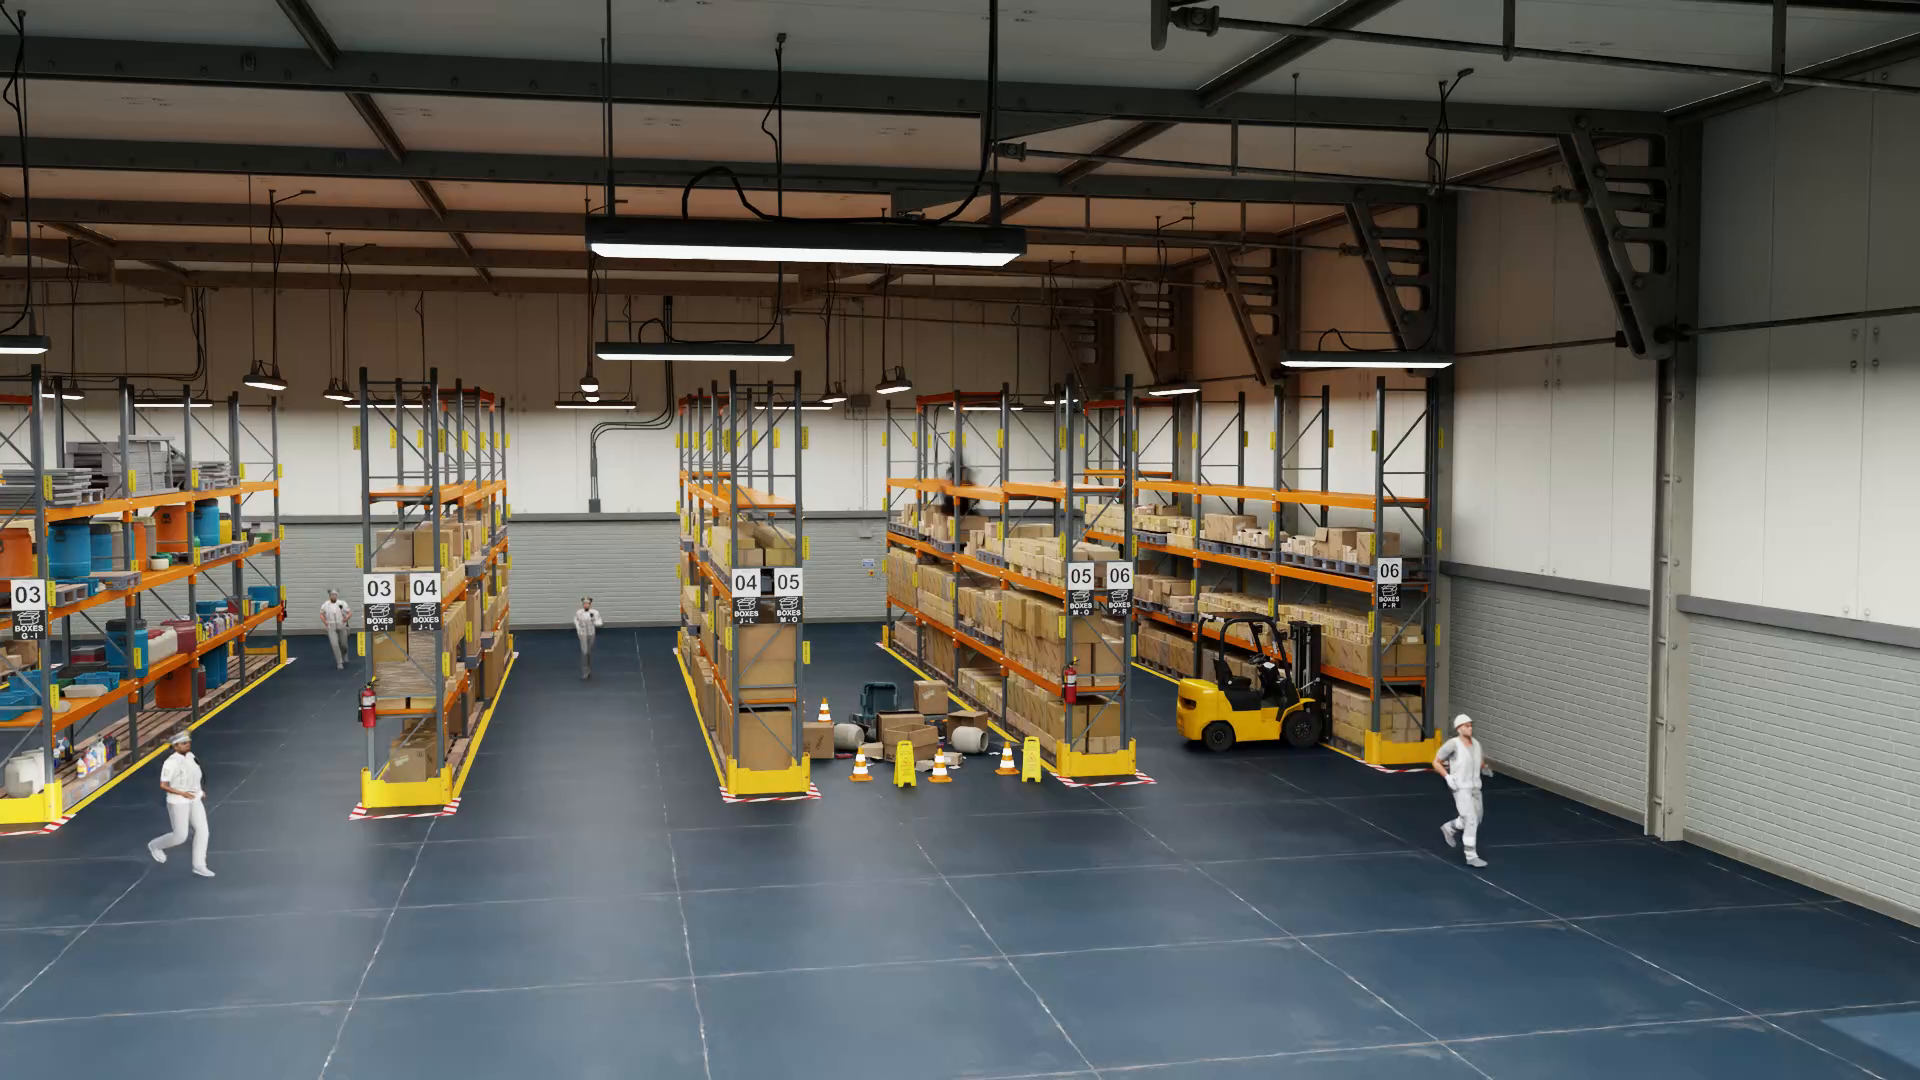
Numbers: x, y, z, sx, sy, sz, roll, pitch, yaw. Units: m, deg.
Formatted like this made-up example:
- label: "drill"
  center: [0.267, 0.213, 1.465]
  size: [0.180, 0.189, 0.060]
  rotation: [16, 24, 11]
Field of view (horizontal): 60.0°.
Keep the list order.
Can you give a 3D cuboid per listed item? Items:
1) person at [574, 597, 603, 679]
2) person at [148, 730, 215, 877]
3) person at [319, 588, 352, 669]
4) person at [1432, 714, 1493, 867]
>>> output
- label: "person"
  center: [-7.882, 2.065, 35.300]
  size: [0.584, 1.754, 0.760]
  rotation: [-1, 4, -15]
- label: "person"
  center: [-8.988, 3.034, 19.226]
  size: [0.856, 1.694, 0.590]
  rotation: [1, 4, 20]
- label: "person"
  center: [-13.814, 1.947, 36.792]
  size: [0.673, 1.782, 0.825]
  rotation: [-1, 4, -22]
- label: "person"
  center: [5.976, 2.949, 19.754]
  size: [0.668, 1.758, 0.849]
  rotation: [-2, 4, -26]
